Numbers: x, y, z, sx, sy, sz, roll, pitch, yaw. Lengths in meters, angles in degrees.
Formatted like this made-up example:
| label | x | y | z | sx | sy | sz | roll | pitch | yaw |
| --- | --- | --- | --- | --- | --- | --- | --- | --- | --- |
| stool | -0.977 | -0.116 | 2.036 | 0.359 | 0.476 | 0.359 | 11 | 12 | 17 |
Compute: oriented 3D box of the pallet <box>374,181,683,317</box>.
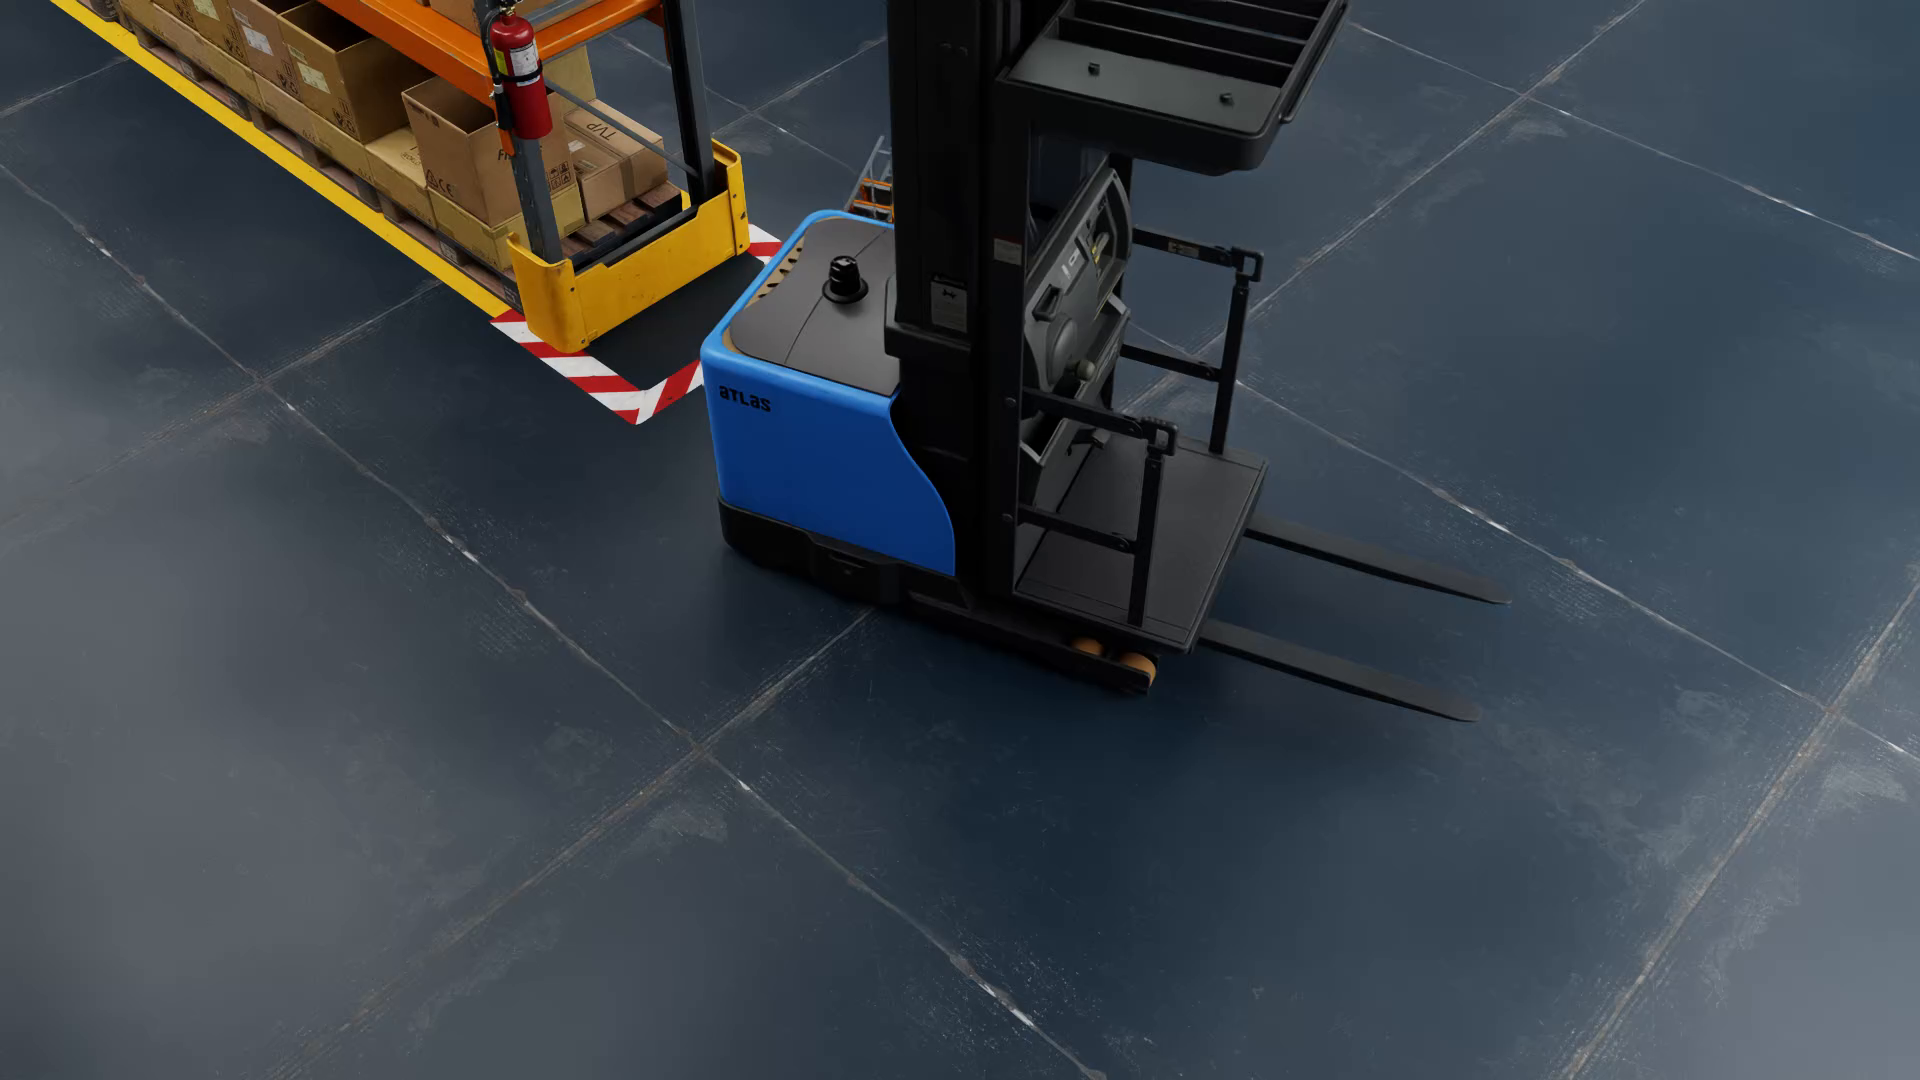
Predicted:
| label | x | y | z | sx | sy | sz | roll | pitch | yaw |
| --- | --- | --- | --- | --- | --- | --- | --- | --- | --- |
| pallet | -2.141 | -1.676 | 8.287 | 1.213 | 0.211 | 1.003 | 34 | 55 | 28 |

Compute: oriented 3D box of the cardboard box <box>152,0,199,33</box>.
| label | x | y | z | sx | sy | sz | roll | pitch | yaw |
| --- | --- | --- | --- | --- | --- | --- | --- | --- | --- |
| cardboard box | -3.989 | -3.072 | 8.769 | 0.500 | 0.500 | 0.500 | 34 | 55 | 28 |

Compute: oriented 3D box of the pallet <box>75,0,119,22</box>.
| label | x | y | z | sx | sy | sz | roll | pitch | yaw |
| --- | --- | --- | --- | --- | --- | --- | --- | --- | --- |
| pallet | -5.058 | -3.641 | 10.133 | 1.213 | 0.211 | 1.003 | 34 | 55 | 28 |

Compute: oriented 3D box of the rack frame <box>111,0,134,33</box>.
| label | x | y | z | sx | sy | sz | roll | pitch | yaw |
| --- | --- | --- | --- | --- | --- | --- | --- | --- | --- |
| rack frame | -4.490 | -4.252 | 8.794 | 0.127 | 3.000 | 1.000 | 34 | 55 | 28 |

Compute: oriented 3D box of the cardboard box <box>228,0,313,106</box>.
| label | x | y | z | sx | sy | sz | roll | pitch | yaw |
| --- | --- | --- | --- | --- | --- | --- | --- | --- | --- |
| cardboard box | -3.258 | -2.574 | 8.301 | 0.500 | 0.500 | 0.500 | 34 | 55 | 28 |

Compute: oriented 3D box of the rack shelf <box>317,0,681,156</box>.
| label | x | y | z | sx | sy | sz | roll | pitch | yaw |
| --- | --- | --- | --- | --- | --- | --- | --- | --- | --- |
| rack shelf | -3.021 | -3.017 | 8.127 | 4.000 | 0.370 | 1.077 | 34 | 55 | 28 |

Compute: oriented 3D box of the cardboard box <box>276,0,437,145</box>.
| label | x | y | z | sx | sy | sz | roll | pitch | yaw |
| --- | --- | --- | --- | --- | --- | --- | --- | --- | --- |
| cardboard box | -2.892 | -2.326 | 8.069 | 0.500 | 0.500 | 0.500 | 34 | 55 | 28 |

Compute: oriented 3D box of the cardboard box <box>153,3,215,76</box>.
| label | x | y | z | sx | sy | sz | roll | pitch | yaw |
| --- | --- | --- | --- | --- | --- | --- | --- | --- | --- |
| cardboard box | -3.991 | -2.813 | 9.040 | 0.500 | 0.250 | 0.500 | 34 | 55 | 28 |

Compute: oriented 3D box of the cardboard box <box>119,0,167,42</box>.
| label | x | y | z | sx | sy | sz | roll | pitch | yaw |
| --- | --- | --- | --- | --- | --- | --- | --- | --- | --- |
| cardboard box | -4.355 | -3.063 | 9.275 | 0.500 | 0.250 | 0.500 | 34 | 55 | 28 |

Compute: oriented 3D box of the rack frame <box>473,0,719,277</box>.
| label | x | y | z | sx | sy | sz | roll | pitch | yaw |
| --- | --- | --- | --- | --- | --- | --- | --- | --- | --- |
| rack frame | -1.551 | -2.275 | 6.937 | 0.127 | 3.000 | 1.000 | 34 | 55 | 28 |

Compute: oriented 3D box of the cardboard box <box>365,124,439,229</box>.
| label | x | y | z | sx | sy | sz | roll | pitch | yaw |
| --- | --- | --- | --- | --- | --- | --- | --- | --- | --- |
| cardboard box | -2.521 | -1.825 | 8.112 | 0.500 | 0.250 | 0.500 | 34 | 55 | 28 |

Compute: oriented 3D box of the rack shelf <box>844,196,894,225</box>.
| label | x | y | z | sx | sy | sz | roll | pitch | yaw |
| --- | --- | --- | --- | --- | --- | --- | --- | --- | --- |
| rack shelf | -0.396 | -1.475 | 7.712 | 0.258 | 0.180 | 0.103 | 17 | 70 | 19 |

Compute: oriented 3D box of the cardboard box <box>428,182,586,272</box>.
| label | x | y | z | sx | sy | sz | roll | pitch | yaw |
| --- | --- | --- | --- | --- | --- | --- | --- | --- | --- |
| cardboard box | -2.145 | -1.584 | 7.886 | 0.500 | 0.250 | 0.500 | 34 | 55 | 28 |

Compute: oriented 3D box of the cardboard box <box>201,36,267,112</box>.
| label | x | y | z | sx | sy | sz | roll | pitch | yaw |
| --- | --- | --- | --- | --- | --- | --- | --- | --- | --- |
| cardboard box | -3.627 | -2.563 | 8.806 | 0.500 | 0.250 | 0.500 | 34 | 55 | 28 |

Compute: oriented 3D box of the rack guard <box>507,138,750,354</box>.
| label | x | y | z | sx | sy | sz | roll | pitch | yaw |
| --- | --- | --- | --- | --- | --- | --- | --- | --- | --- |
| rack guard | -1.533 | -1.407 | 7.837 | 0.348 | 0.500 | 1.175 | 34 | 55 | 28 |

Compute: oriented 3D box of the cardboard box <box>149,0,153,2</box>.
| label | x | y | z | sx | sy | sz | roll | pitch | yaw |
| --- | --- | --- | --- | --- | --- | --- | --- | --- | --- |
| cardboard box | -4.362 | -3.315 | 8.997 | 0.500 | 0.500 | 0.500 | 34 | 55 | 28 |

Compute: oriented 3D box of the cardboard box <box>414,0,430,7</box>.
| label | x | y | z | sx | sy | sz | roll | pitch | yaw |
| --- | --- | --- | --- | --- | --- | --- | --- | --- | --- |
| cardboard box | -2.274 | -2.804 | 7.365 | 0.500 | 0.500 | 0.700 | 35 | 56 | 29 |

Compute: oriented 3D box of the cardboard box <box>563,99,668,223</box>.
| label | x | y | z | sx | sy | sz | roll | pitch | yaw |
| --- | --- | --- | --- | --- | --- | --- | --- | --- | --- |
| cardboard box | -1.794 | -1.861 | 8.147 | 0.500 | 0.250 | 0.500 | 34 | 55 | 28 |

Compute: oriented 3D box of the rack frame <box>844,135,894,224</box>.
| label | x | y | z | sx | sy | sz | roll | pitch | yaw |
| --- | --- | --- | --- | --- | --- | --- | --- | --- | --- |
| rack frame | -0.487 | -1.342 | 7.568 | 0.240 | 0.006 | 1.200 | 17 | 70 | 19 |

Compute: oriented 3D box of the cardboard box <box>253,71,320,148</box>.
| label | x | y | z | sx | sy | sz | roll | pitch | yaw |
| --- | --- | --- | --- | --- | --- | --- | --- | --- | --- |
| cardboard box | -3.256 | -2.319 | 8.577 | 0.500 | 0.250 | 0.500 | 34 | 55 | 28 |

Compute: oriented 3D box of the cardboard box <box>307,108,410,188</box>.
| label | x | y | z | sx | sy | sz | roll | pitch | yaw |
| --- | --- | --- | --- | --- | --- | --- | --- | --- | --- |
| cardboard box | -2.889 | -2.071 | 8.344 | 0.500 | 0.250 | 0.500 | 34 | 55 | 28 |

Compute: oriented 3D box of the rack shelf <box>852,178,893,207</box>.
| label | x | y | z | sx | sy | sz | roll | pitch | yaw |
| --- | --- | --- | --- | --- | --- | --- | --- | --- | --- |
| rack shelf | -0.351 | -1.579 | 7.751 | 0.258 | 0.180 | 0.103 | 17 | 70 | 19 |

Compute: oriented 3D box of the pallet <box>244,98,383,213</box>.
| label | x | y | z | sx | sy | sz | roll | pitch | yaw |
| --- | --- | --- | --- | --- | --- | --- | --- | --- | --- |
| pallet | -3.033 | -2.279 | 8.853 | 1.213 | 0.211 | 1.003 | 34 | 55 | 28 |

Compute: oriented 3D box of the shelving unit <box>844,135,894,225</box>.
| label | x | y | z | sx | sy | sz | roll | pitch | yaw |
| --- | --- | --- | --- | --- | --- | --- | --- | --- | --- |
| shelving unit | -0.469 | -1.305 | 7.649 | 0.258 | 0.189 | 1.200 | 17 | 70 | 19 |

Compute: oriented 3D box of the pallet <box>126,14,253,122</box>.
| label | x | y | z | sx | sy | sz | roll | pitch | yaw |
| --- | --- | --- | --- | --- | --- | --- | --- | --- | --- |
| pallet | -3.934 | -2.882 | 9.420 | 1.213 | 0.211 | 1.003 | 34 | 55 | 28 |

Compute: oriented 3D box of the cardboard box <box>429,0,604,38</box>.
| label | x | y | z | sx | sy | sz | roll | pitch | yaw |
| --- | --- | --- | --- | --- | --- | --- | --- | --- | --- |
| cardboard box | -1.885 | -2.546 | 7.123 | 0.500 | 0.500 | 0.700 | 34 | 55 | 28 |

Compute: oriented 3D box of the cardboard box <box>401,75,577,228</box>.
| label | x | y | z | sx | sy | sz | roll | pitch | yaw |
| --- | --- | --- | --- | --- | --- | --- | --- | --- | --- |
| cardboard box | -2.147 | -1.840 | 7.612 | 0.500 | 0.500 | 0.500 | 34 | 55 | 28 |

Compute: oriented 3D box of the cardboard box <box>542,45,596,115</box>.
| label | x | y | z | sx | sy | sz | roll | pitch | yaw |
| --- | --- | --- | --- | --- | --- | --- | --- | --- | --- |
| cardboard box | -2.163 | -2.364 | 8.105 | 0.500 | 0.500 | 0.500 | 34 | 55 | 28 |

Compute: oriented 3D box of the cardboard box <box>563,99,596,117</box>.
| label | x | y | z | sx | sy | sz | roll | pitch | yaw |
| --- | --- | --- | --- | --- | --- | --- | --- | --- | --- |
| cardboard box | -2.164 | -2.107 | 8.377 | 0.500 | 0.250 | 0.500 | 34 | 55 | 28 |

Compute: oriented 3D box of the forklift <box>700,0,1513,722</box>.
| label | x | y | z | sx | sy | sz | roll | pitch | yaw |
| --- | --- | --- | --- | --- | --- | --- | --- | --- | --- |
| forklift | 0.595 | -0.862 | 5.657 | 3.031 | 2.935 | 1.130 | 17 | 49 | 16 |

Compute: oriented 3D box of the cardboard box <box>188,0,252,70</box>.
| label | x | y | z | sx | sy | sz | roll | pitch | yaw |
| --- | --- | --- | --- | --- | --- | --- | --- | --- | --- |
| cardboard box | -3.627 | -2.820 | 8.533 | 0.500 | 0.500 | 0.500 | 34 | 55 | 28 |

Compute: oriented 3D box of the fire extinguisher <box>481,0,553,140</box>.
| label | x | y | z | sx | sy | sz | roll | pitch | yaw |
| --- | --- | --- | --- | --- | --- | --- | --- | --- | --- |
| fire extinguisher | -1.779 | -1.941 | 6.676 | 0.183 | 0.674 | 0.296 | 34 | 55 | 28 |

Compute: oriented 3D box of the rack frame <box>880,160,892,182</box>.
| label | x | y | z | sx | sy | sz | roll | pitch | yaw |
| --- | --- | --- | --- | --- | --- | --- | --- | --- | --- |
| rack frame | -0.451 | -1.267 | 7.730 | 0.240 | 0.006 | 1.200 | 17 | 70 | 19 |
